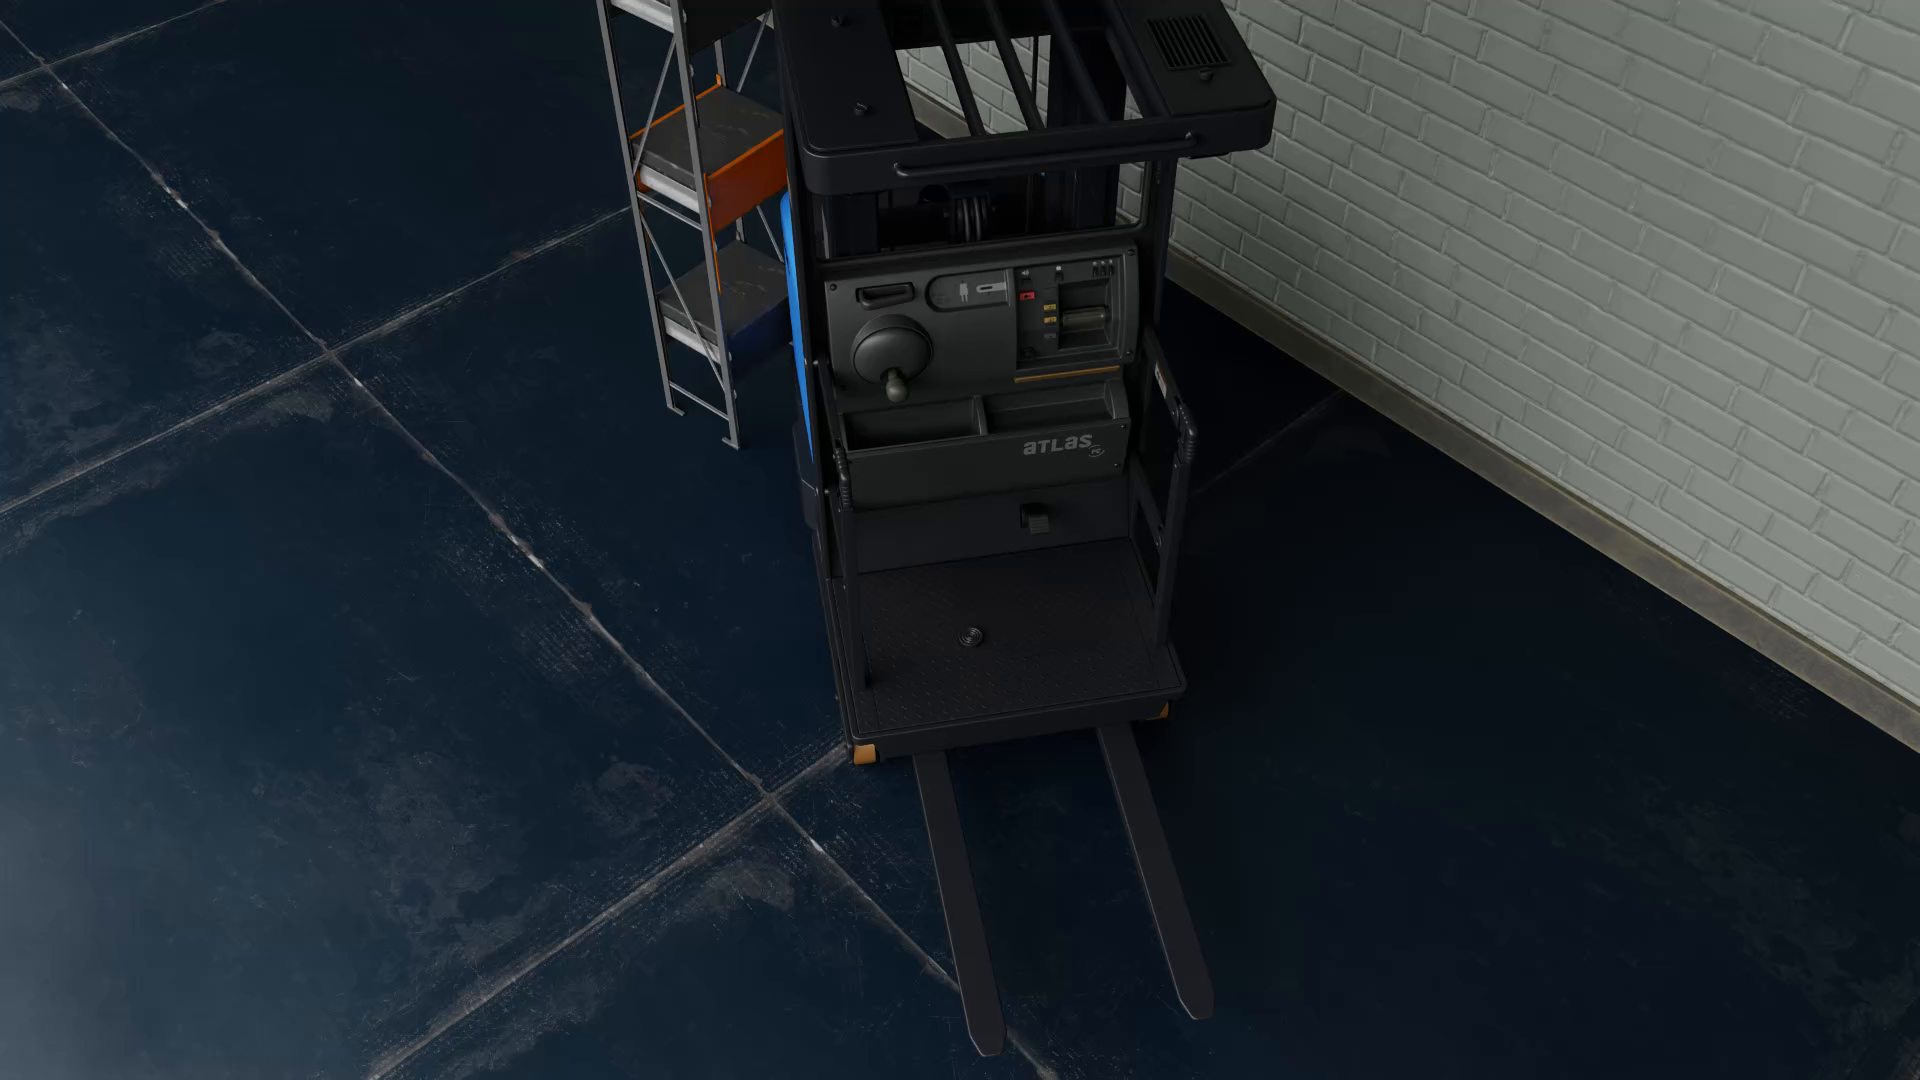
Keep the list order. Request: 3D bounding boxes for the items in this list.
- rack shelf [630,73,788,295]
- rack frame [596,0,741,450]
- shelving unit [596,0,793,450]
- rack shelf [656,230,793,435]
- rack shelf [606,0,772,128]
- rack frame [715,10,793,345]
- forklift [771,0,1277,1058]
[{"bbox_3d":[-0.874,-1.293,6.033,0.431,0.518,0.480,31,54,25],"label":"rack shelf"},{"bbox_3d":[-1.027,-1.163,5.894,0.400,2.100,0.015,31,54,25],"label":"rack frame"},{"bbox_3d":[-0.874,-1.302,6.023,0.431,2.100,0.503,31,54,25],"label":"shelving unit"},{"bbox_3d":[-0.874,-0.818,6.547,0.431,0.518,0.480,31,54,25],"label":"rack shelf"},{"bbox_3d":[-0.874,-1.767,5.518,0.431,0.518,0.480,31,54,25],"label":"rack shelf"},{"bbox_3d":[-0.720,-1.441,6.151,0.400,2.100,0.015,31,54,25],"label":"rack frame"},{"bbox_3d":[0.113,-0.544,4.758,1.130,2.935,3.031,-8,48,-7],"label":"forklift"}]
